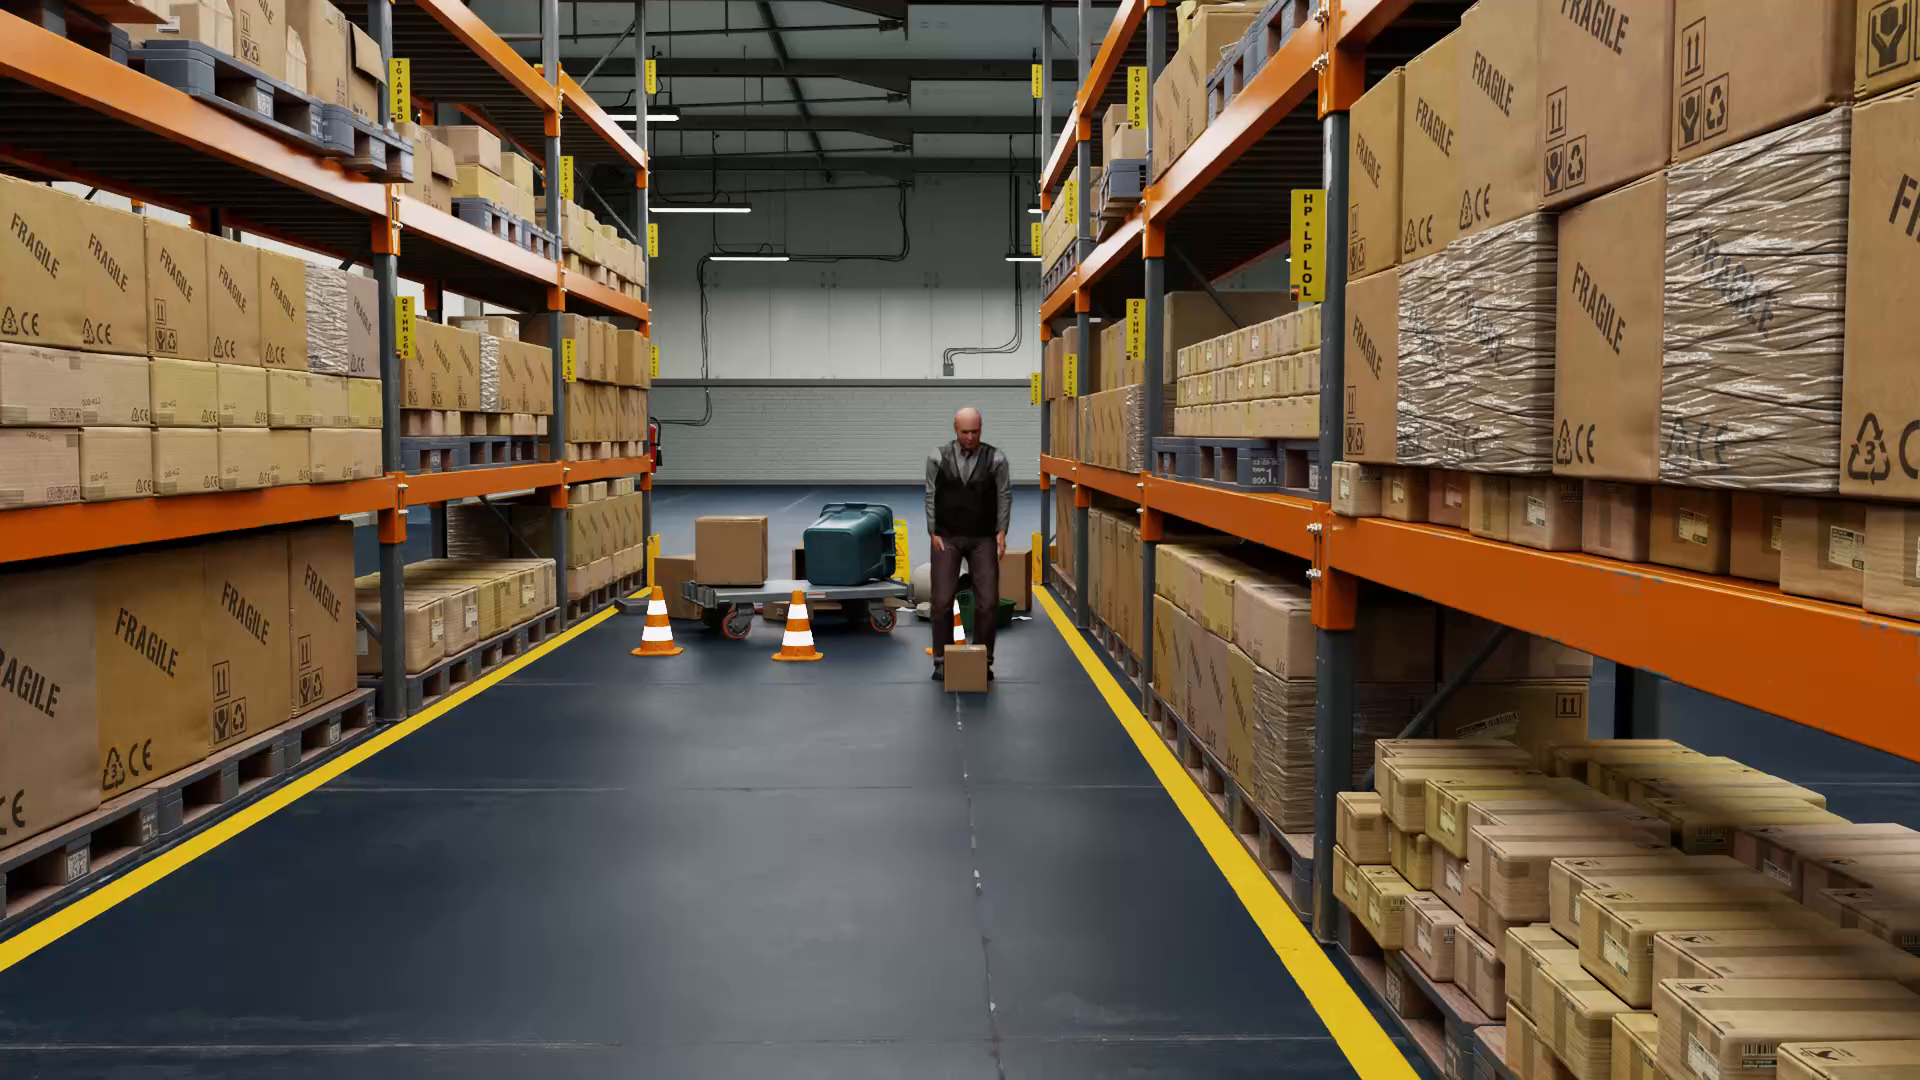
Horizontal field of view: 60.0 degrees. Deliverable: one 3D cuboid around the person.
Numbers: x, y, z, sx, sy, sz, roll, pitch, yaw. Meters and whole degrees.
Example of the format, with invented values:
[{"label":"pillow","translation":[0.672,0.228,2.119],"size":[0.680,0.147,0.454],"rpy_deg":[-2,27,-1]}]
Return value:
[{"label":"person","translation":[0.052,-0.011,10.392],"size":[0.549,1.629,0.397],"rpy_deg":[0,4,0]}]
